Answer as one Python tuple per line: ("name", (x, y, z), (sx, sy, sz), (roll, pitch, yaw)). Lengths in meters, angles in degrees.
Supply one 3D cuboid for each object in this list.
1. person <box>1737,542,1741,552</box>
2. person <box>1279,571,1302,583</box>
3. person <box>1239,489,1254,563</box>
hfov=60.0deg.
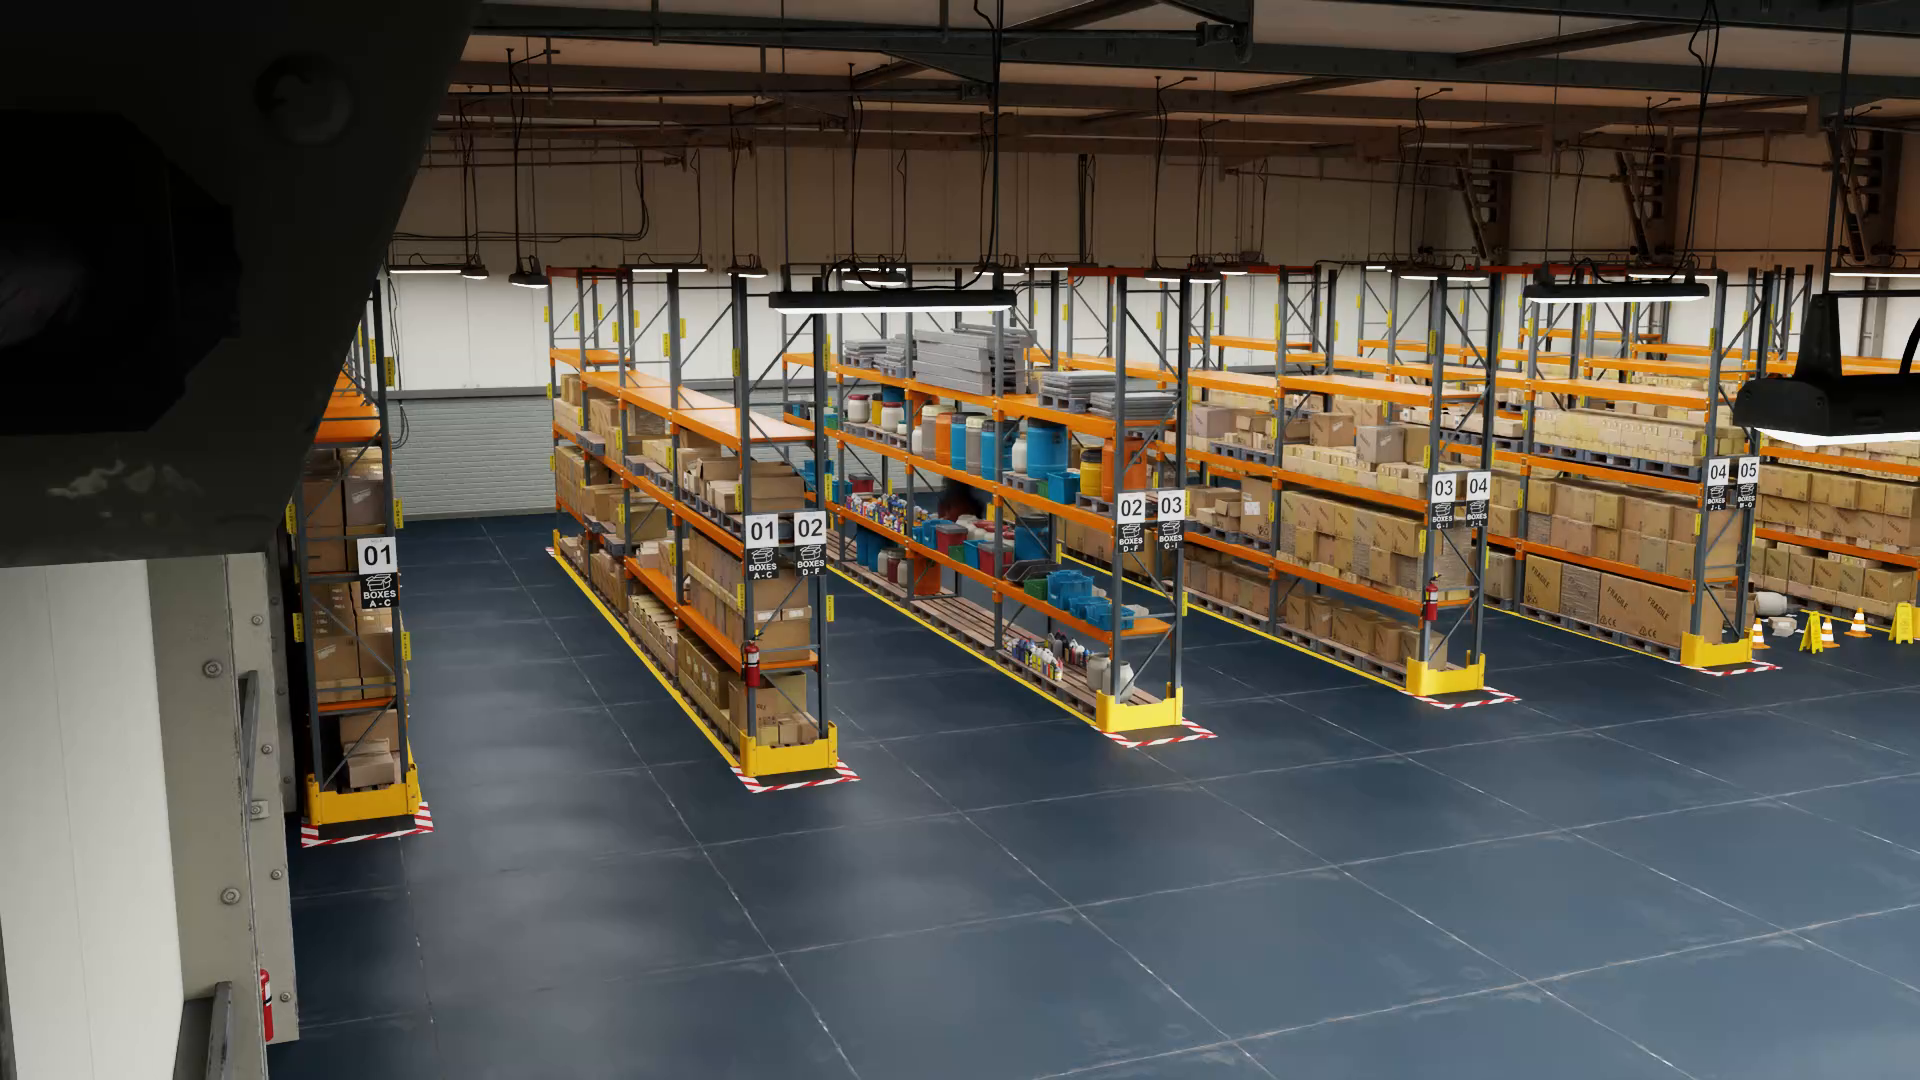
("person", (15.812, -0.376, 34.188), (0.611, 1.647, 0.684), (-5, 11, -24))
("person", (6.149, 0.165, 30.630), (0.739, 1.746, 0.677), (-4, 11, -20))
("person", (5.930, -0.420, 33.974), (0.687, 1.780, 0.845), (-3, 10, -15))
